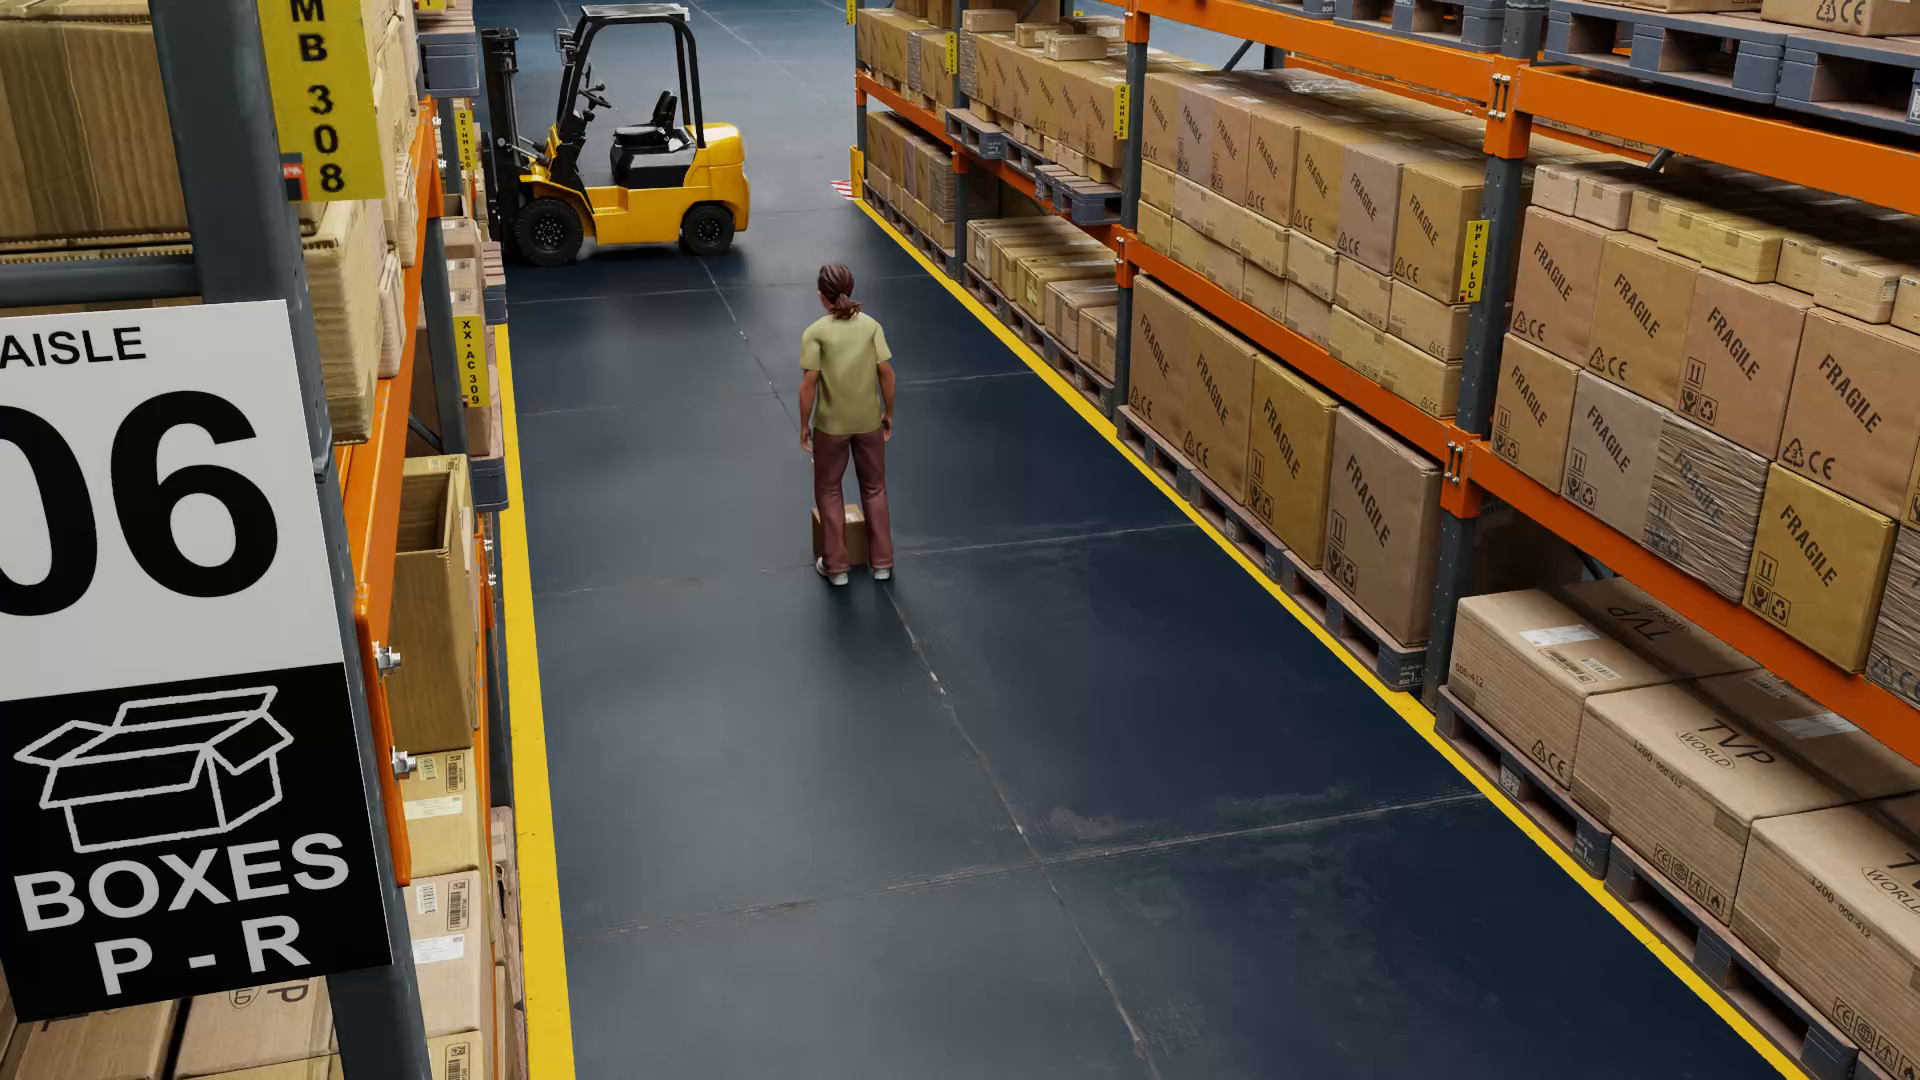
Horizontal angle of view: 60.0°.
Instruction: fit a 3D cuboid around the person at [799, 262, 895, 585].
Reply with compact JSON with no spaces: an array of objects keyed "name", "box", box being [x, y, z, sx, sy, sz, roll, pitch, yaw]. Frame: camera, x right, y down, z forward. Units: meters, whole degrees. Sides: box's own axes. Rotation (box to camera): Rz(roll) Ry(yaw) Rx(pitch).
[{"name":"person","box":[-0.579,-0.584,8.473,0.514,1.671,0.347,-8,24,-17]}]
